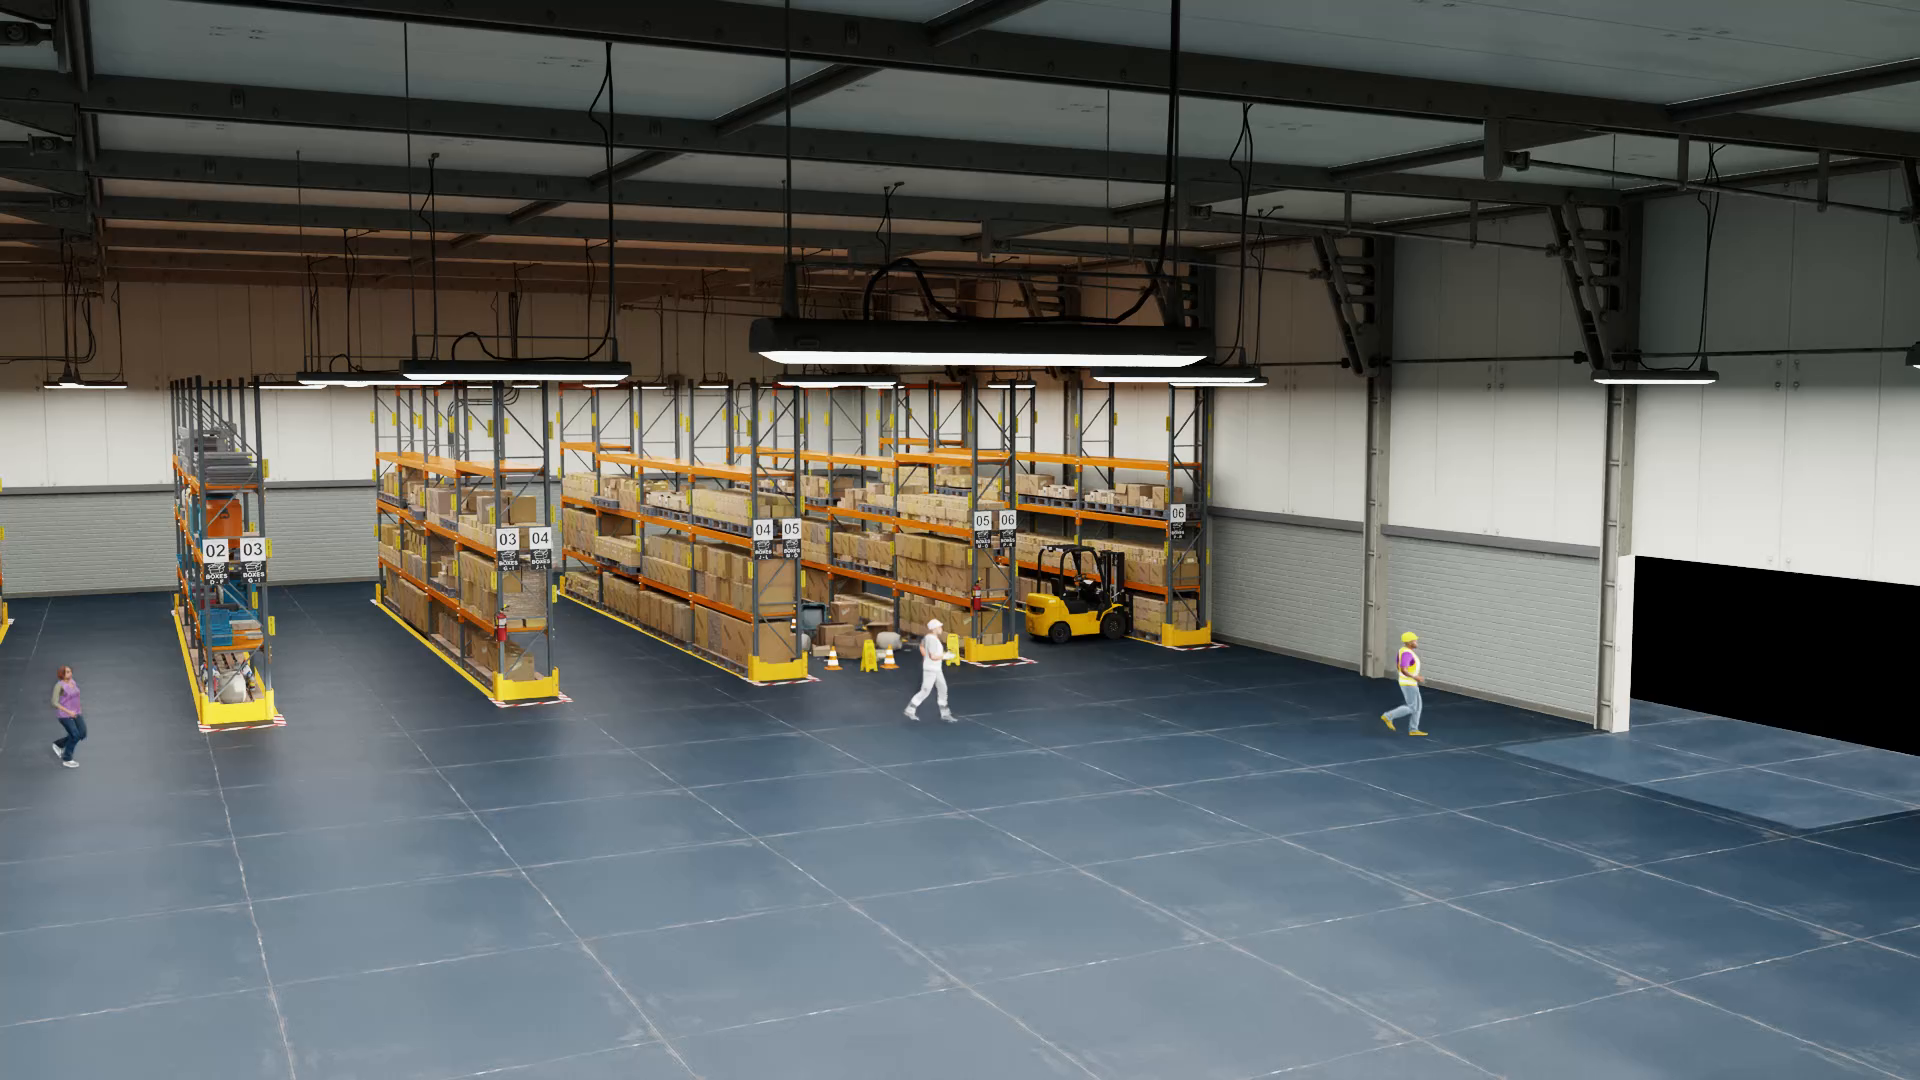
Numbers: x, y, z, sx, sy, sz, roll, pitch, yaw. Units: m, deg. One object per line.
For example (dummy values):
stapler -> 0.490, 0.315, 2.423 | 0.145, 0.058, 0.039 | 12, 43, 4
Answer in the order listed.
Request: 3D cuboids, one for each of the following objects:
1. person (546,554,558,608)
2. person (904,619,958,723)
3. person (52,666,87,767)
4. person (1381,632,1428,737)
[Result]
person -> -10.826, 0.990, 43.425 | 0.642, 1.838, 0.804 | -2, 5, -21
person -> -0.504, 2.266, 28.666 | 0.935, 1.806, 0.607 | 1, 5, 6
person -> -13.674, 2.693, 25.445 | 0.496, 1.566, 0.541 | 0, 5, 5
person -> 7.411, 2.395, 27.645 | 0.768, 1.743, 0.697 | 1, 5, 12
